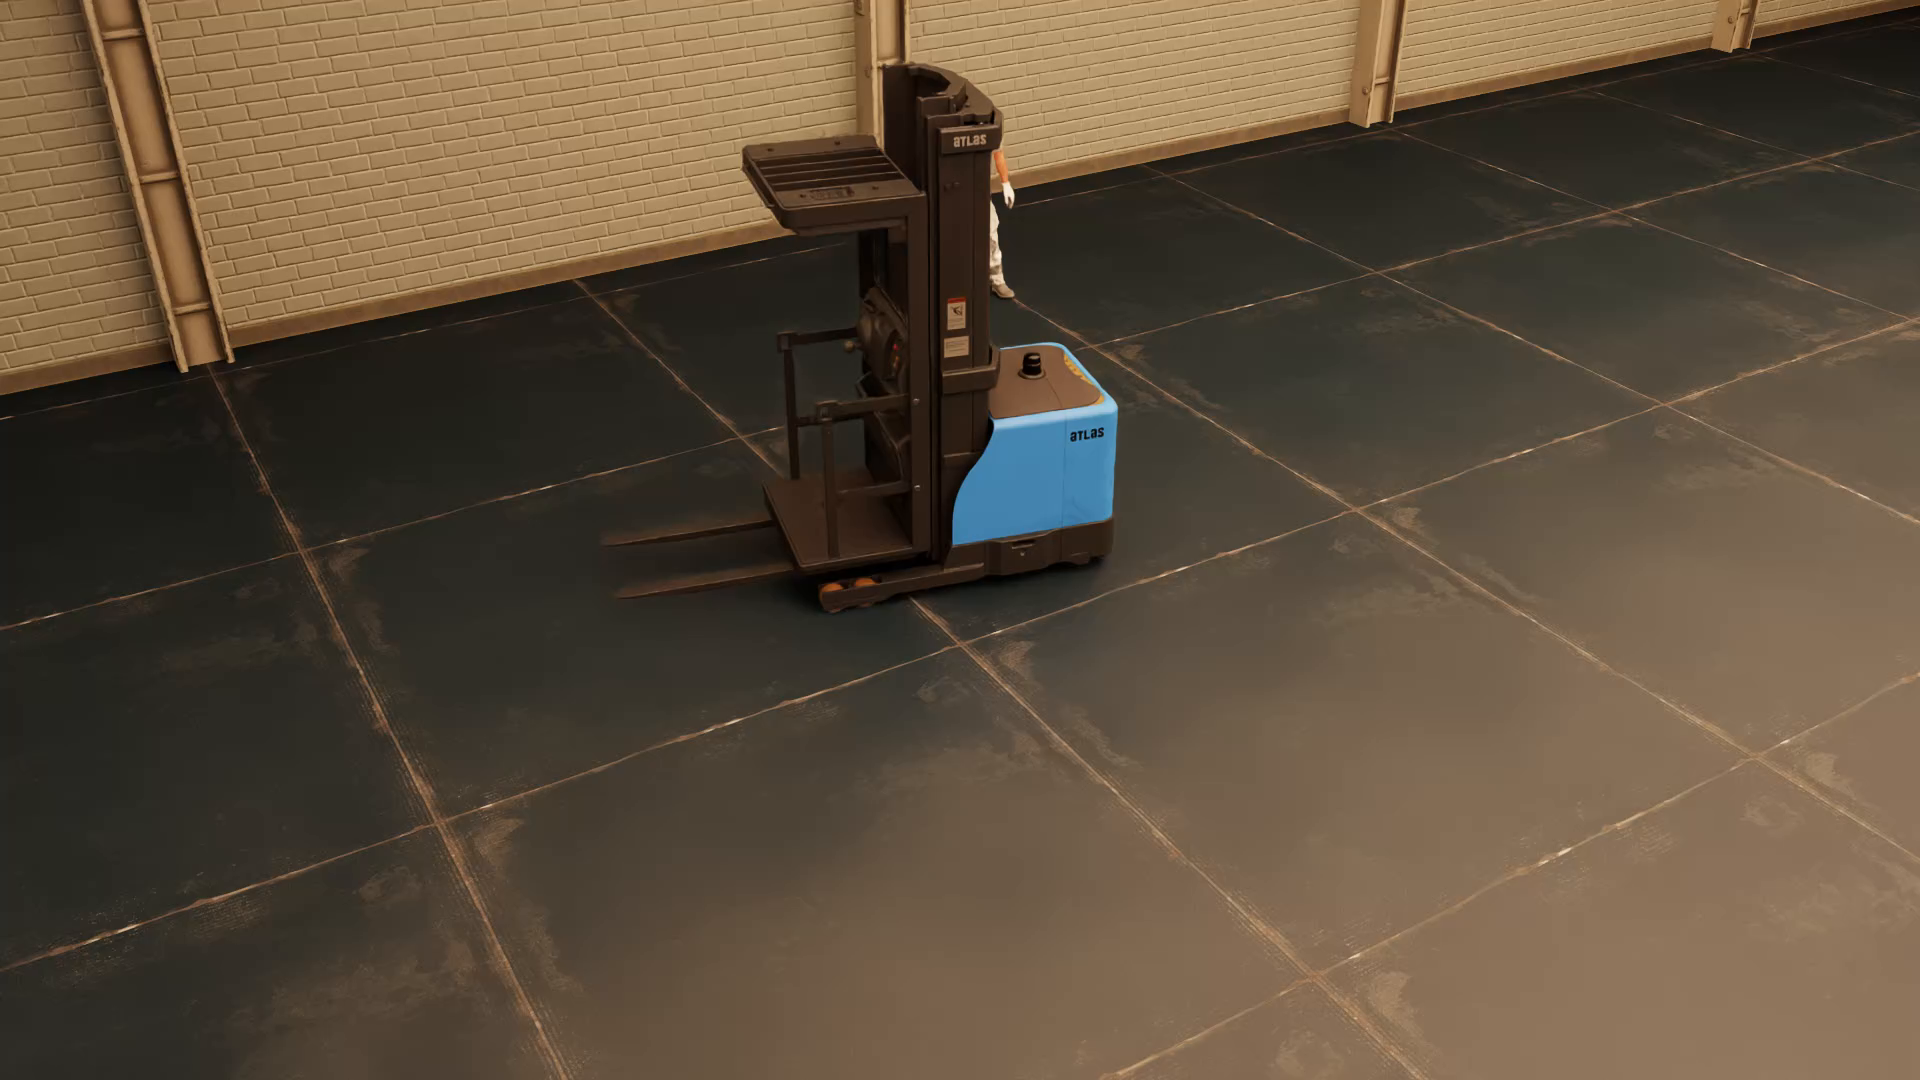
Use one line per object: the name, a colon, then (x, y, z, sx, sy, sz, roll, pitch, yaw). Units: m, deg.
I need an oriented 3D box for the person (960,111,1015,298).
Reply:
person: (0.047, -2.846, 13.550, 0.848, 1.750, 0.431, 3, 31, 5)

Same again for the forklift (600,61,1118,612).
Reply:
forklift: (-0.632, -1.137, 9.545, 3.031, 2.935, 1.130, -9, 32, -15)
